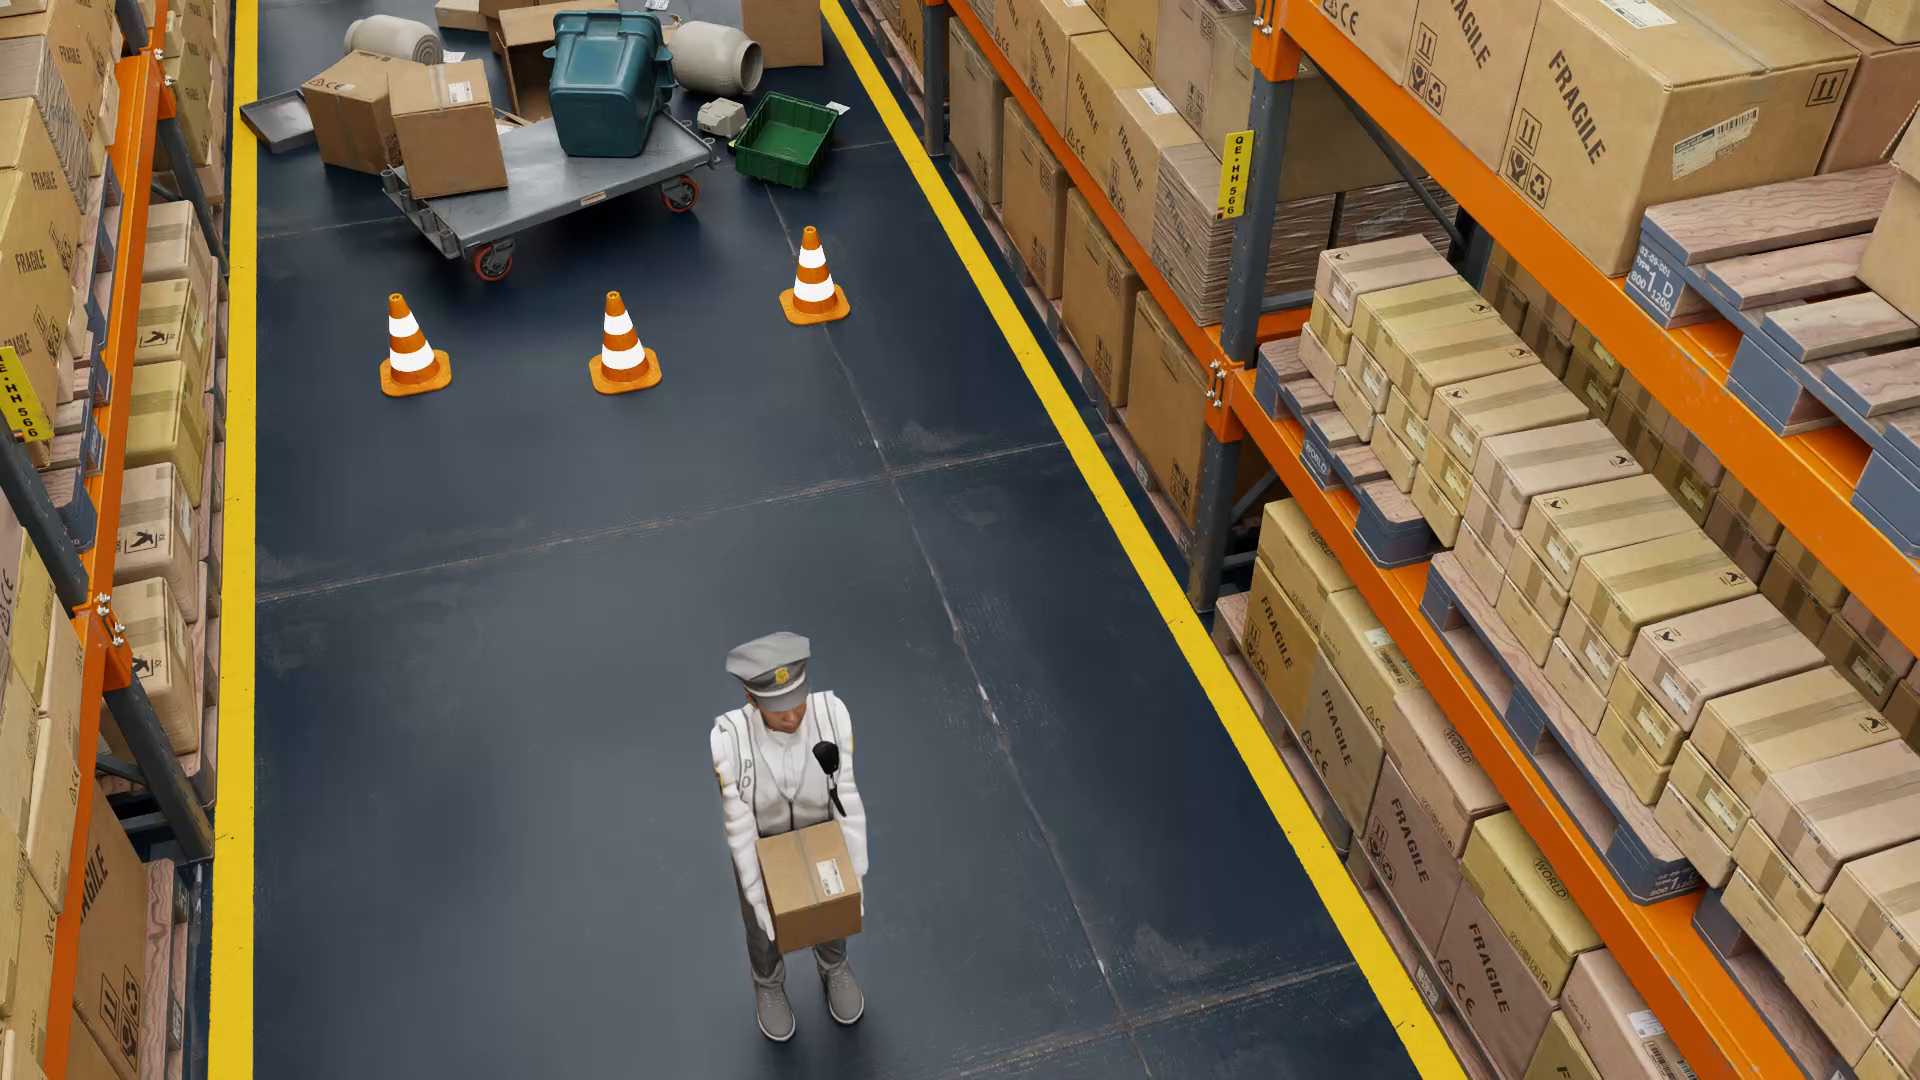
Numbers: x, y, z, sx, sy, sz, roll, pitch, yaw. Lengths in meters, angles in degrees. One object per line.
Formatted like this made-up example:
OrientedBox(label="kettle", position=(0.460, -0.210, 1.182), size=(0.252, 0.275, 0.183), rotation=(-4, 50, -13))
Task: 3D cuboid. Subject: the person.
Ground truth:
OrientedBox(label="person", position=(-0.487, 0.988, 5.068), size=(0.416, 1.691, 0.523), rotation=(-13, 44, -13))
